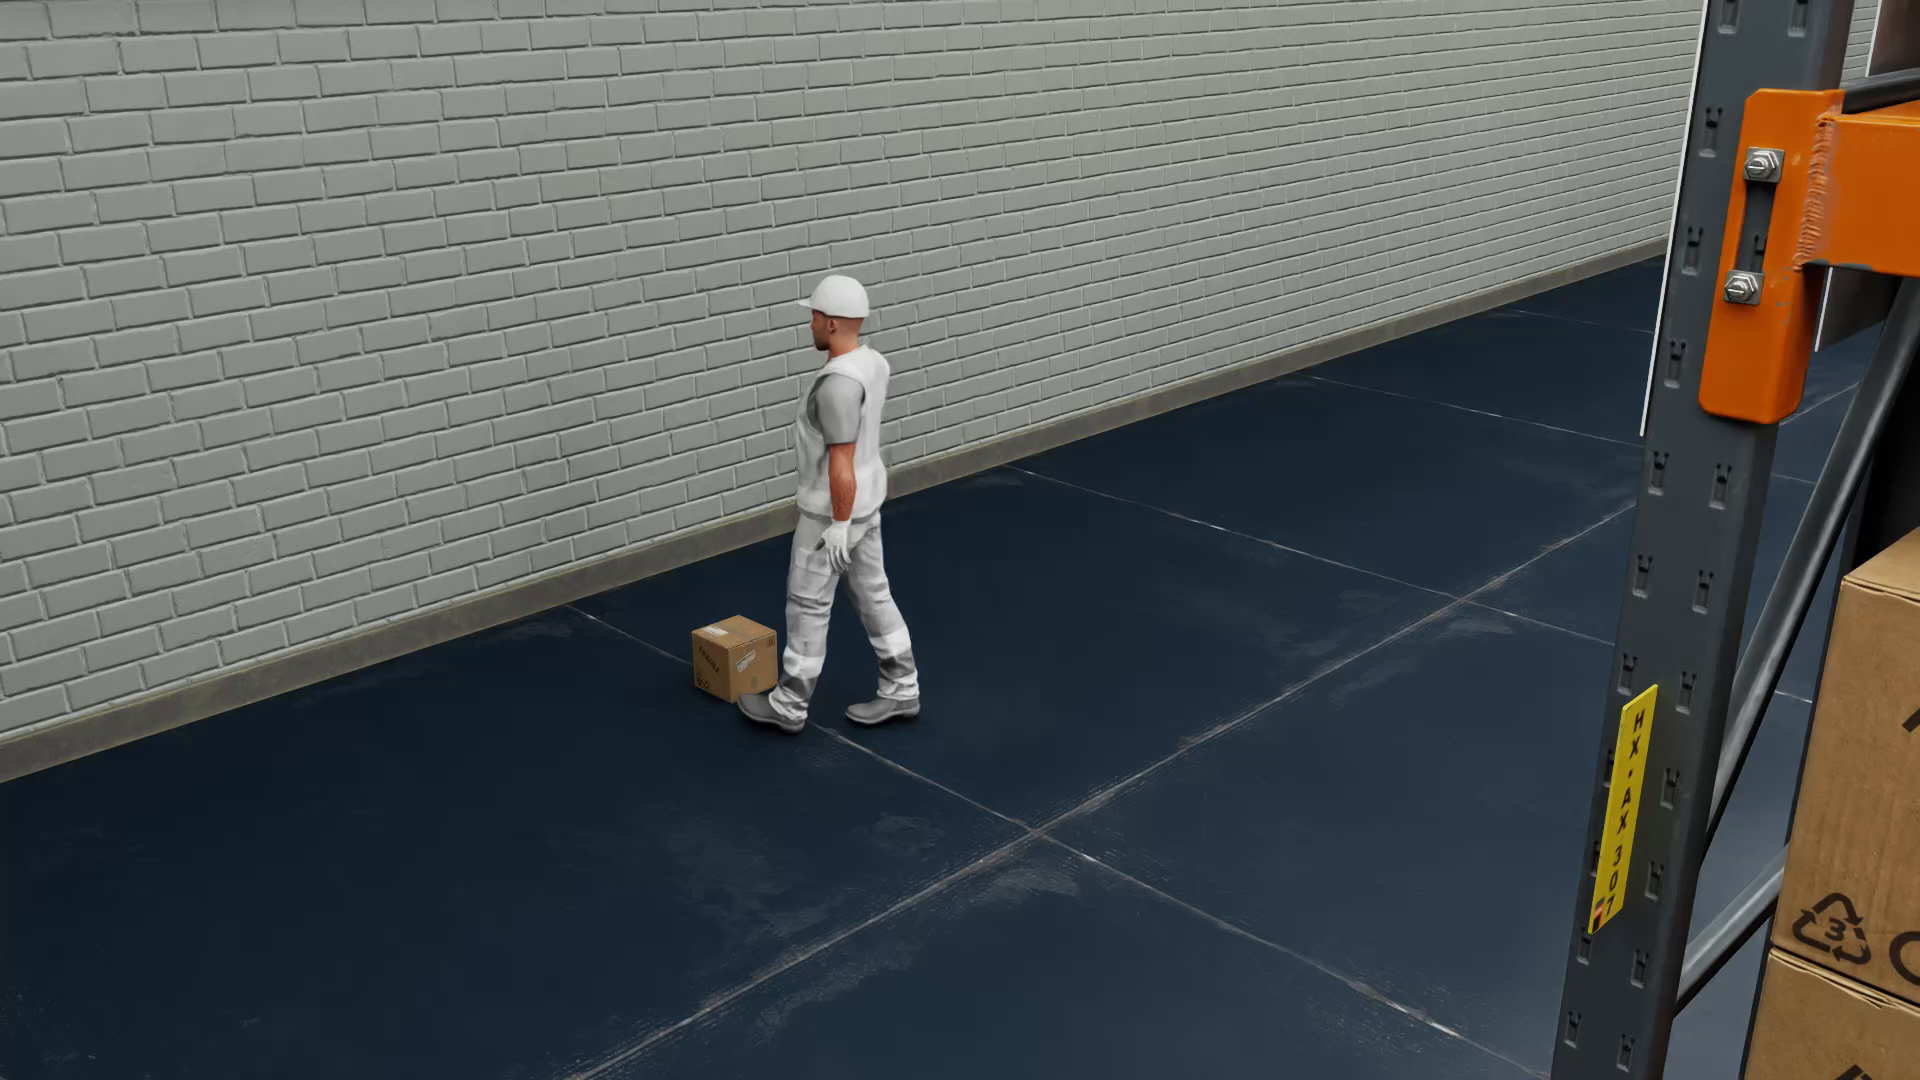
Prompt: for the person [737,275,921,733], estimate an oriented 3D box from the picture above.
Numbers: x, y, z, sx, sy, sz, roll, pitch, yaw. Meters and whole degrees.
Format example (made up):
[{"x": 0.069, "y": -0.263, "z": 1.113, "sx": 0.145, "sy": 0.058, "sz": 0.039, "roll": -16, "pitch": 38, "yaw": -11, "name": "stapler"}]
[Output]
[{"x": -0.522, "y": -0.124, "z": 6.369, "sx": 0.708, "sy": 1.783, "sz": 0.568, "roll": 5, "pitch": 21, "yaw": 14, "name": "person"}]
